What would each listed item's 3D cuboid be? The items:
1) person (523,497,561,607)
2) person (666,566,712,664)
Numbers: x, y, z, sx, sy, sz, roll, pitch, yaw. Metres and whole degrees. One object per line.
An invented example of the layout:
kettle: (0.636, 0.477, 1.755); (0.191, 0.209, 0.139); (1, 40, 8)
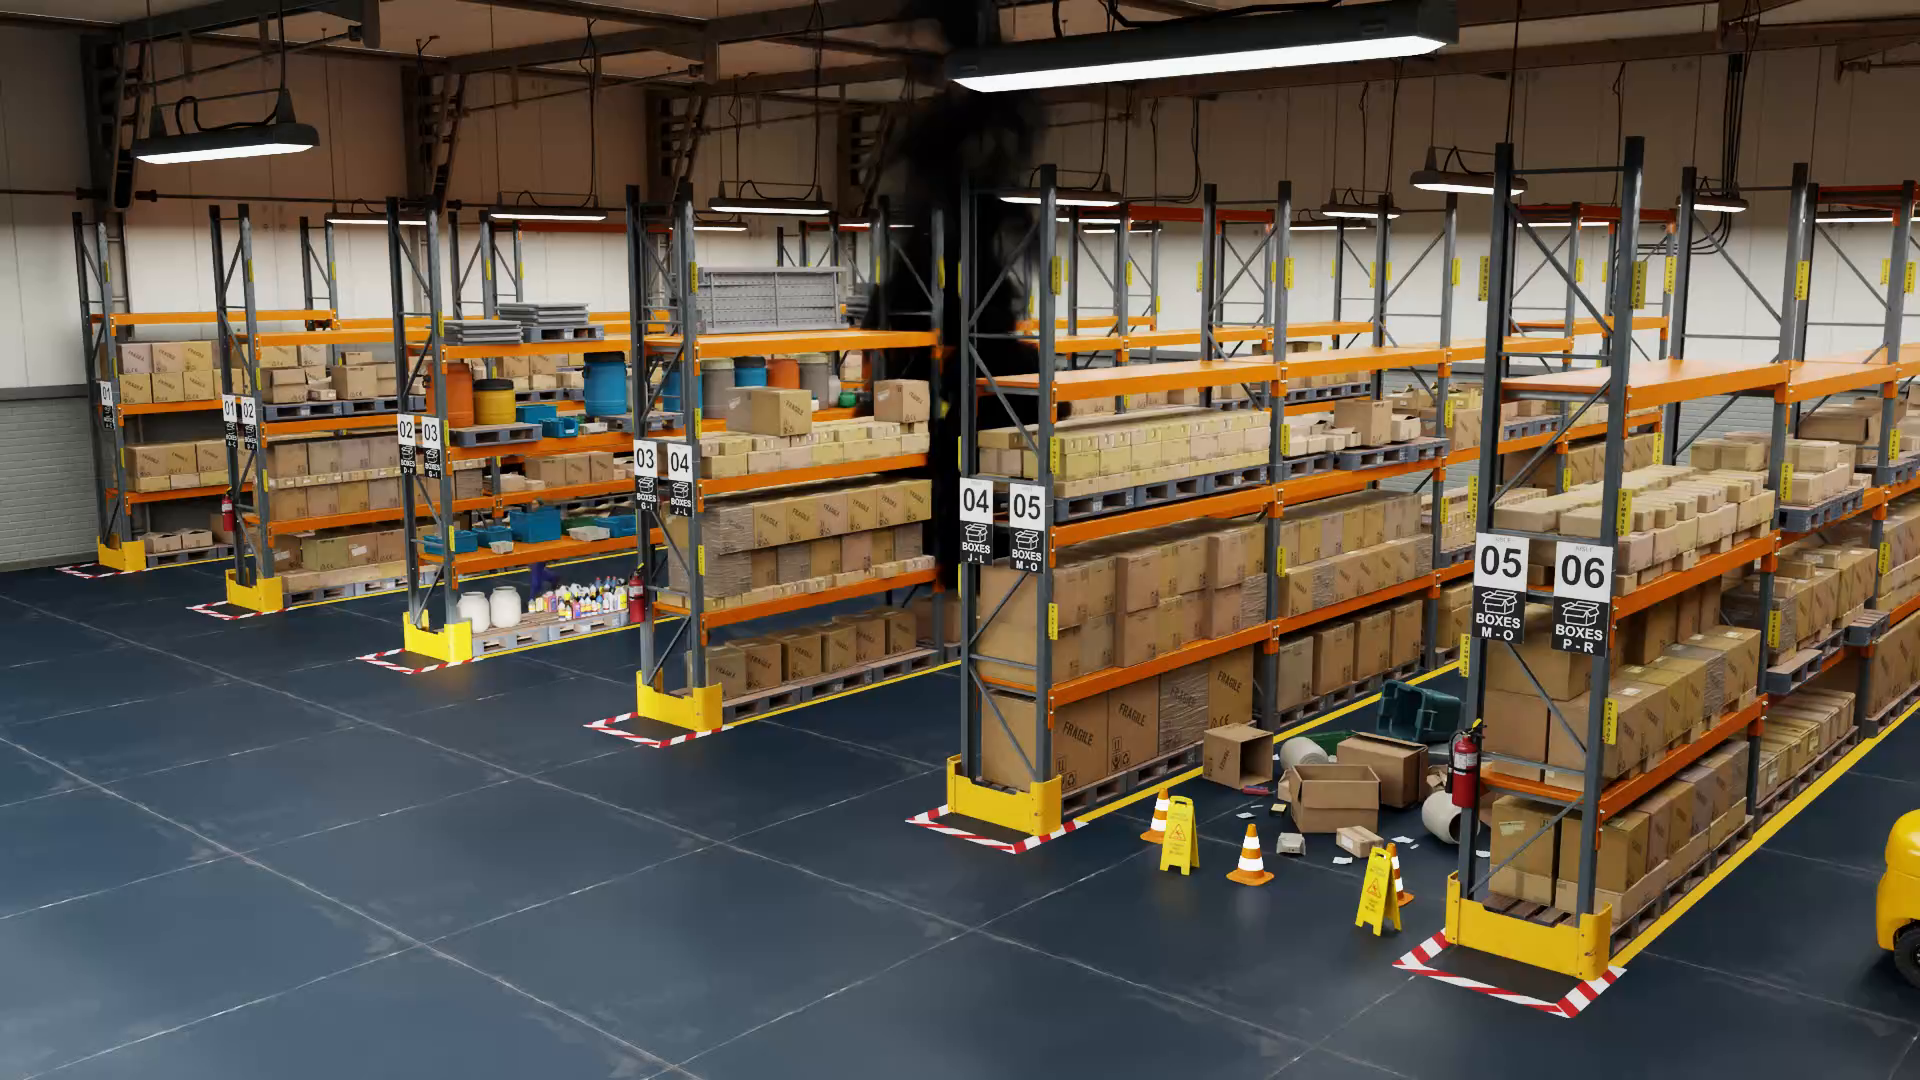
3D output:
person: (-6.409, 0.160, 25.484); (0.607, 1.648, 0.841); (6, 11, 33)
person: (-3.377, 0.641, 20.872); (0.554, 1.771, 0.722); (7, 12, 36)
